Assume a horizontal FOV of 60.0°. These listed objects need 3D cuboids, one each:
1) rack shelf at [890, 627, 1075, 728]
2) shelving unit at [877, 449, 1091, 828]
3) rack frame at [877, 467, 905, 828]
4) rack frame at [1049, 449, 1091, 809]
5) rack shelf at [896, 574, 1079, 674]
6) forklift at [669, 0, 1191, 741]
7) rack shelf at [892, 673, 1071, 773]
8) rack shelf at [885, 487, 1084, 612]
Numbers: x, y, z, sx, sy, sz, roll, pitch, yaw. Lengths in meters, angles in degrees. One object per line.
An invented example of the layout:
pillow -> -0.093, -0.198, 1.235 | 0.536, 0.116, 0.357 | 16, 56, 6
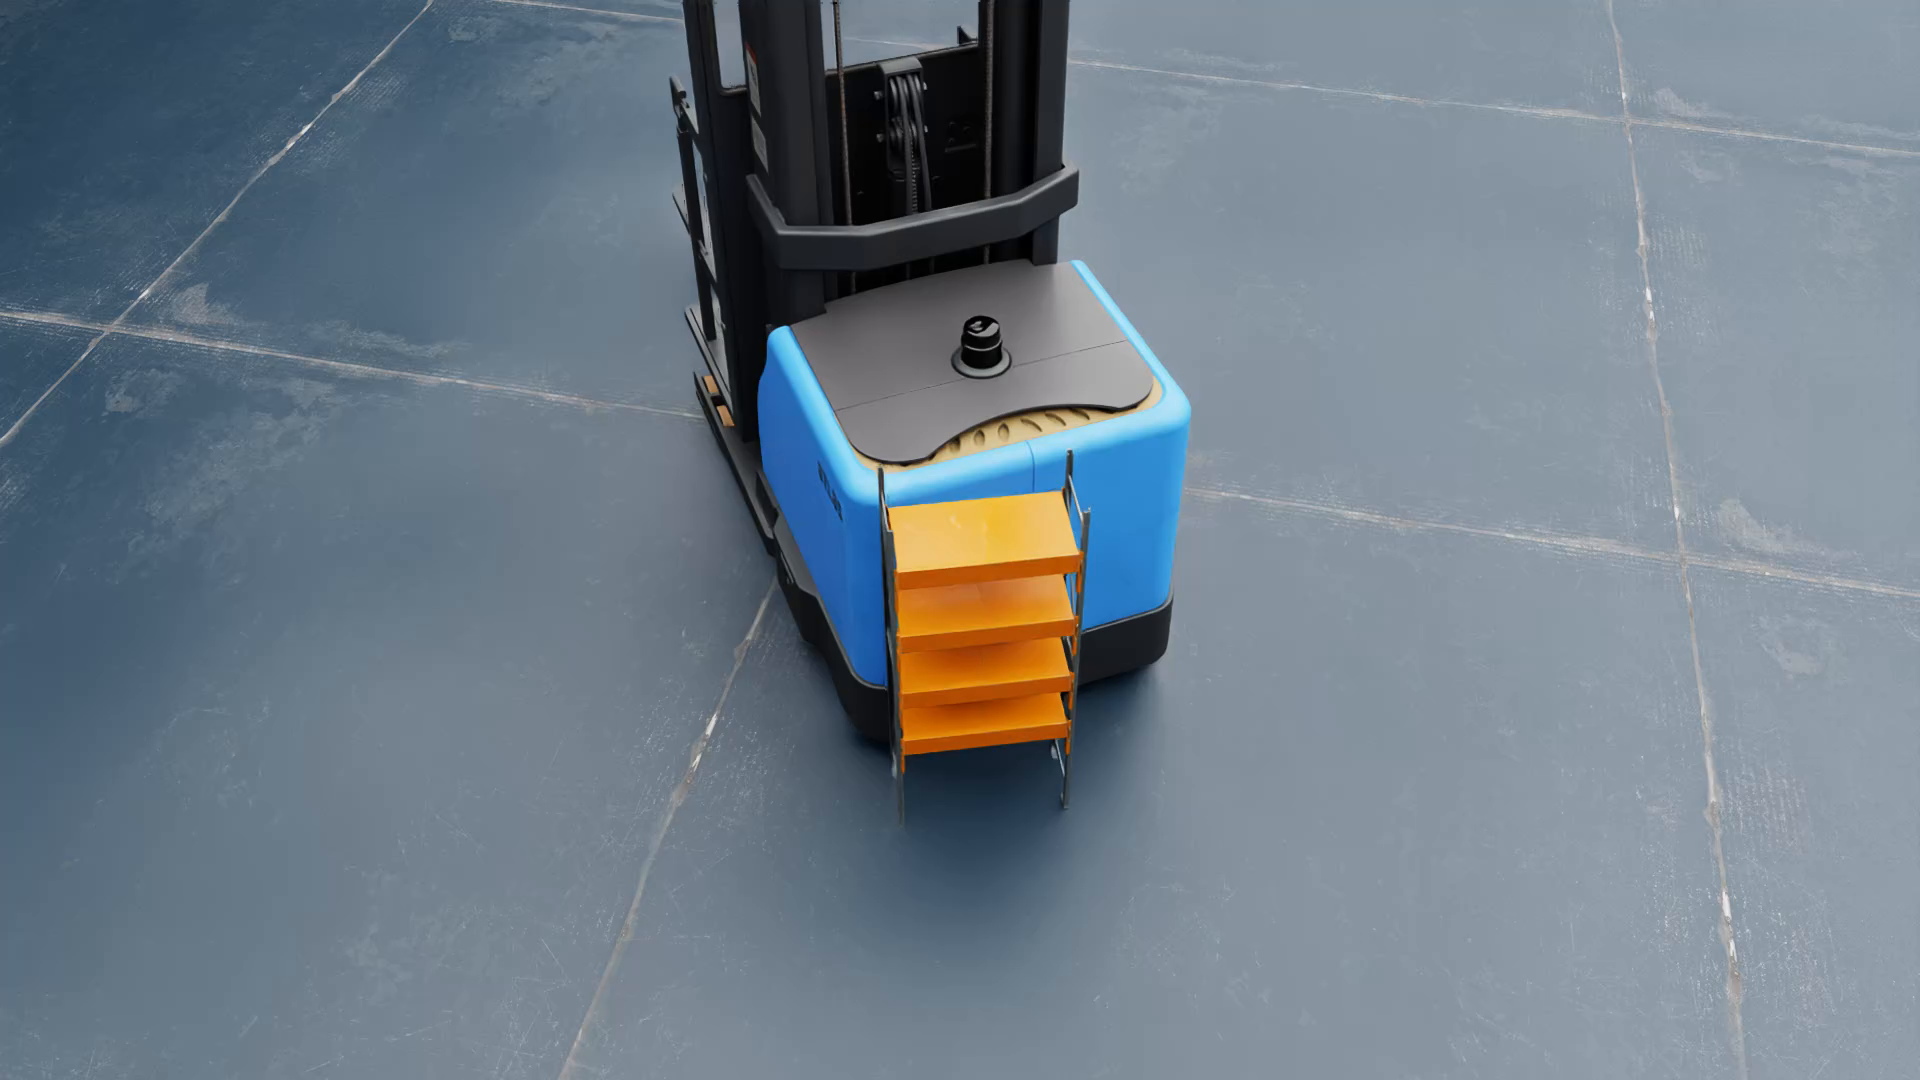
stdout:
rack shelf -> 0.056, 0.354, 4.614 | 0.480, 0.148, 0.258 | -6, 44, -6
shelving unit -> 0.056, 0.305, 4.567 | 0.503, 1.200, 0.258 | -6, 44, -6
rack frame -> -0.186, 0.329, 4.543 | 0.015, 1.200, 0.240 | -6, 44, -6
rack frame -> 0.297, 0.282, 4.592 | 0.015, 1.200, 0.240 | -6, 44, -6
rack shelf -> 0.056, 0.193, 4.459 | 0.480, 0.148, 0.258 | -6, 44, -6
forklift -> -0.343, -1.486, 5.180 | 1.130, 2.935, 3.031 | -15, 46, -15
rack shelf -> 0.056, 0.497, 4.752 | 0.480, 0.148, 0.258 | -6, 44, -6
rack shelf -> 0.056, 0.022, 4.295 | 0.480, 0.148, 0.258 | -6, 44, -6
